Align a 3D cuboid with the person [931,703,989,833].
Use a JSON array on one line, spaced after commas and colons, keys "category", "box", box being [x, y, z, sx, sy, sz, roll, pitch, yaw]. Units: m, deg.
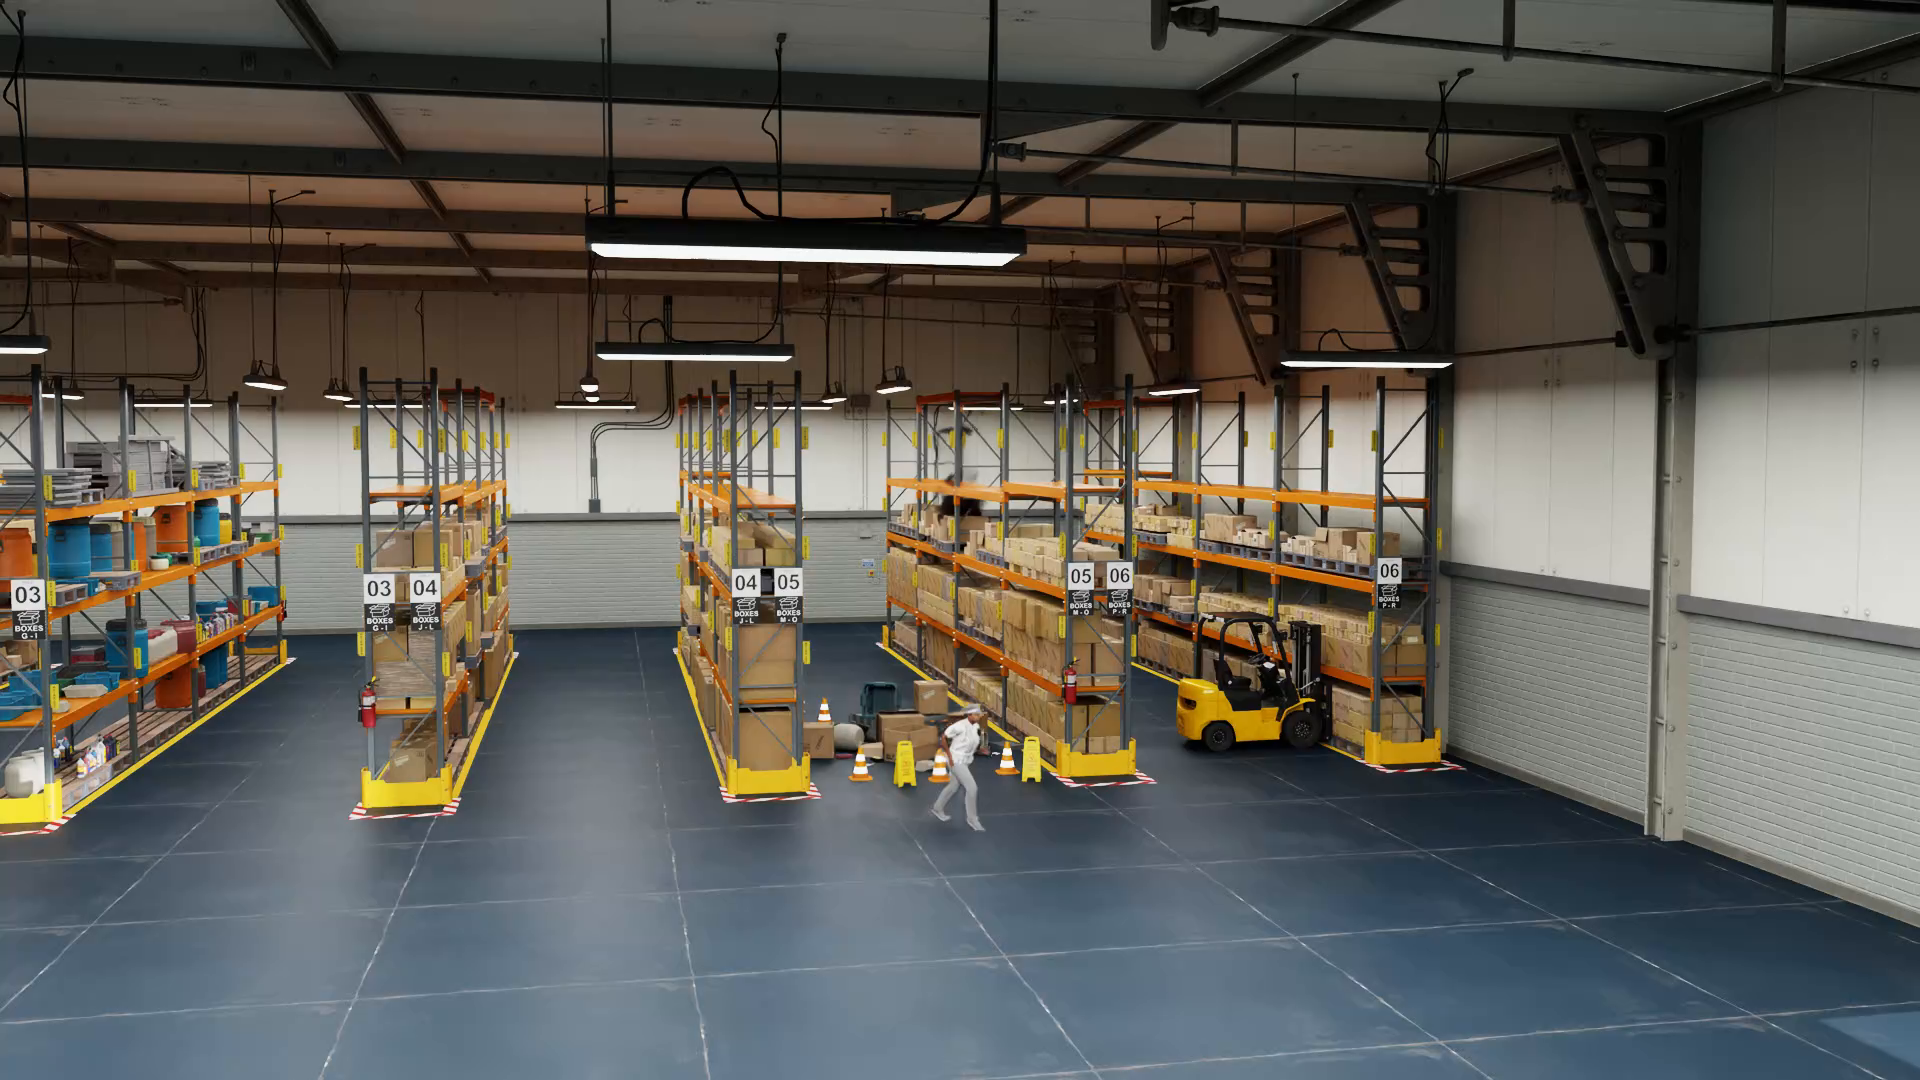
[{"category": "person", "box": [-0.021, 2.915, 21.512, 0.861, 1.683, 0.572, 2, 4, 33]}]
